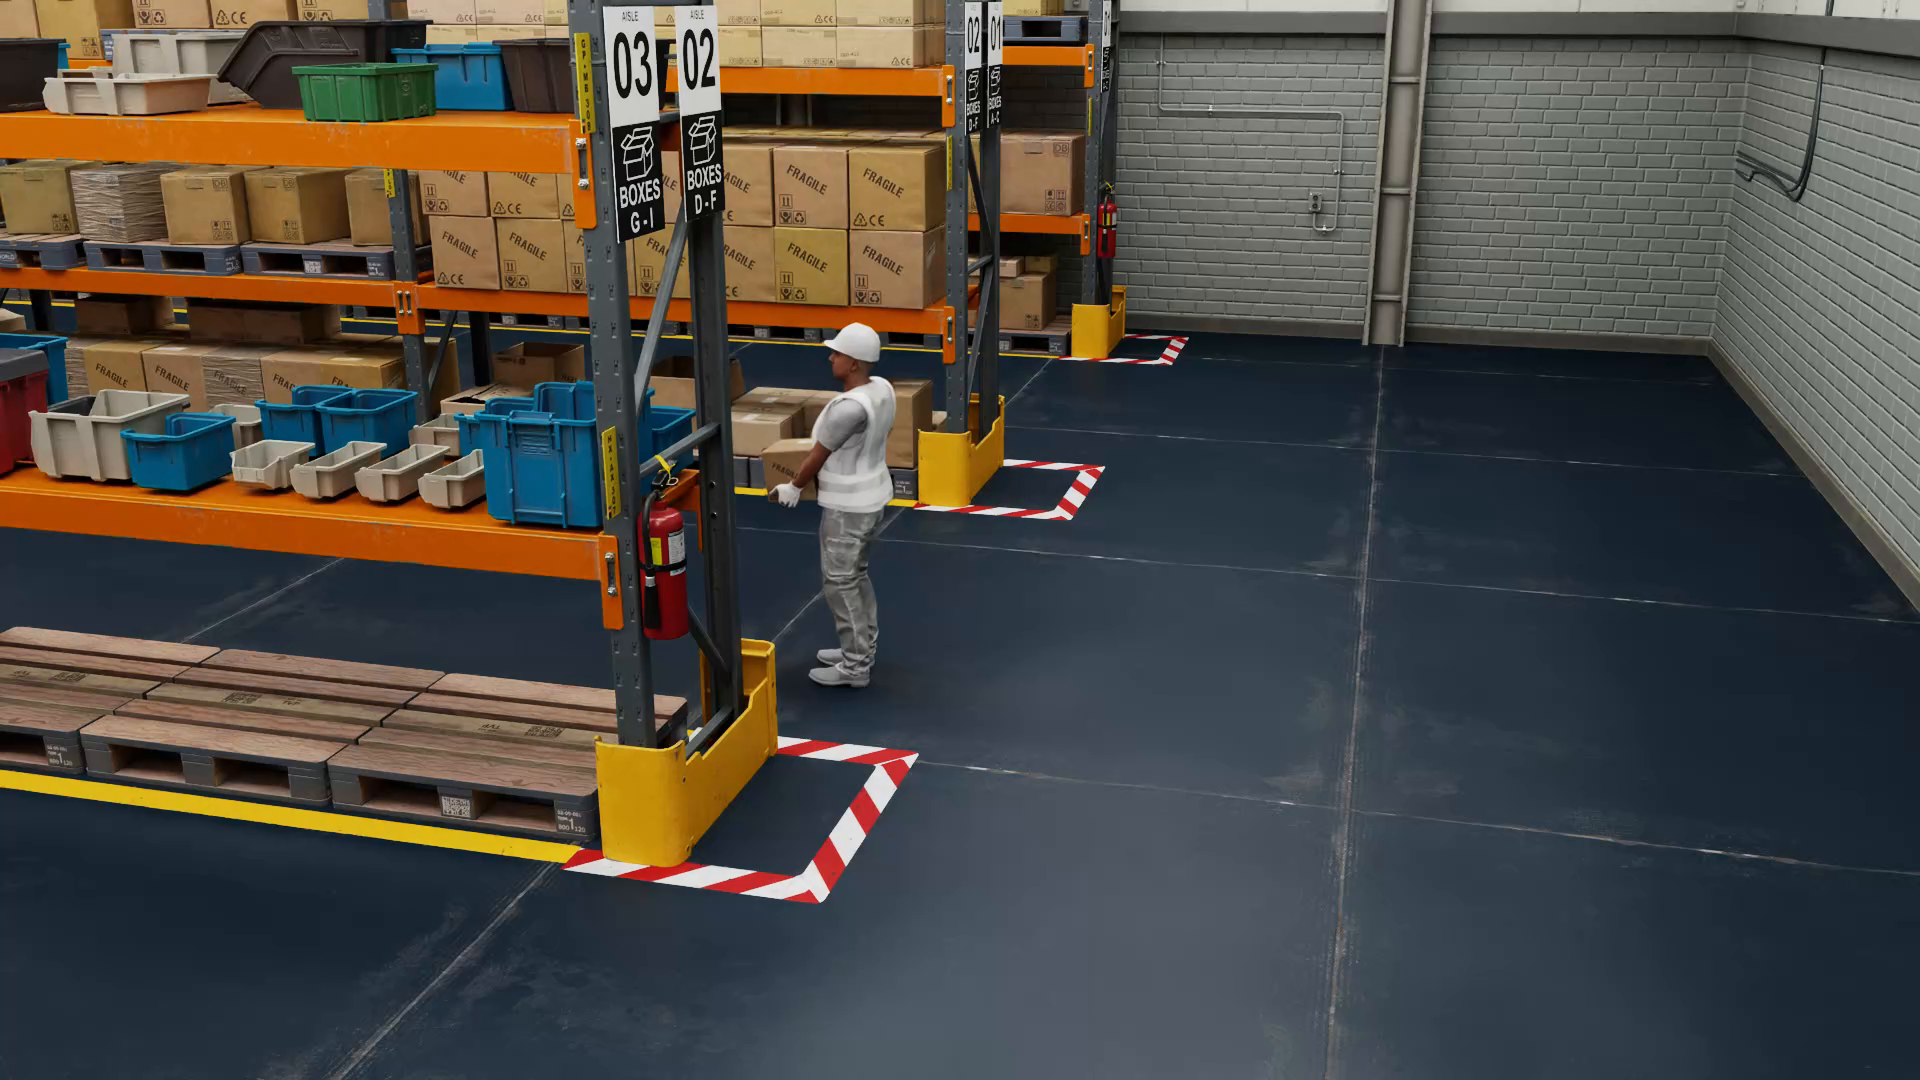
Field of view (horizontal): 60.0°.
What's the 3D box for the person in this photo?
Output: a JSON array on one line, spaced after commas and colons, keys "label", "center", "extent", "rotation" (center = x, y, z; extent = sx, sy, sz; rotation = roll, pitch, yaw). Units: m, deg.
[{"label": "person", "center": [-0.617, -0.177, 8.069], "extent": [0.569, 1.779, 0.488], "rotation": [5, 19, 14]}]
